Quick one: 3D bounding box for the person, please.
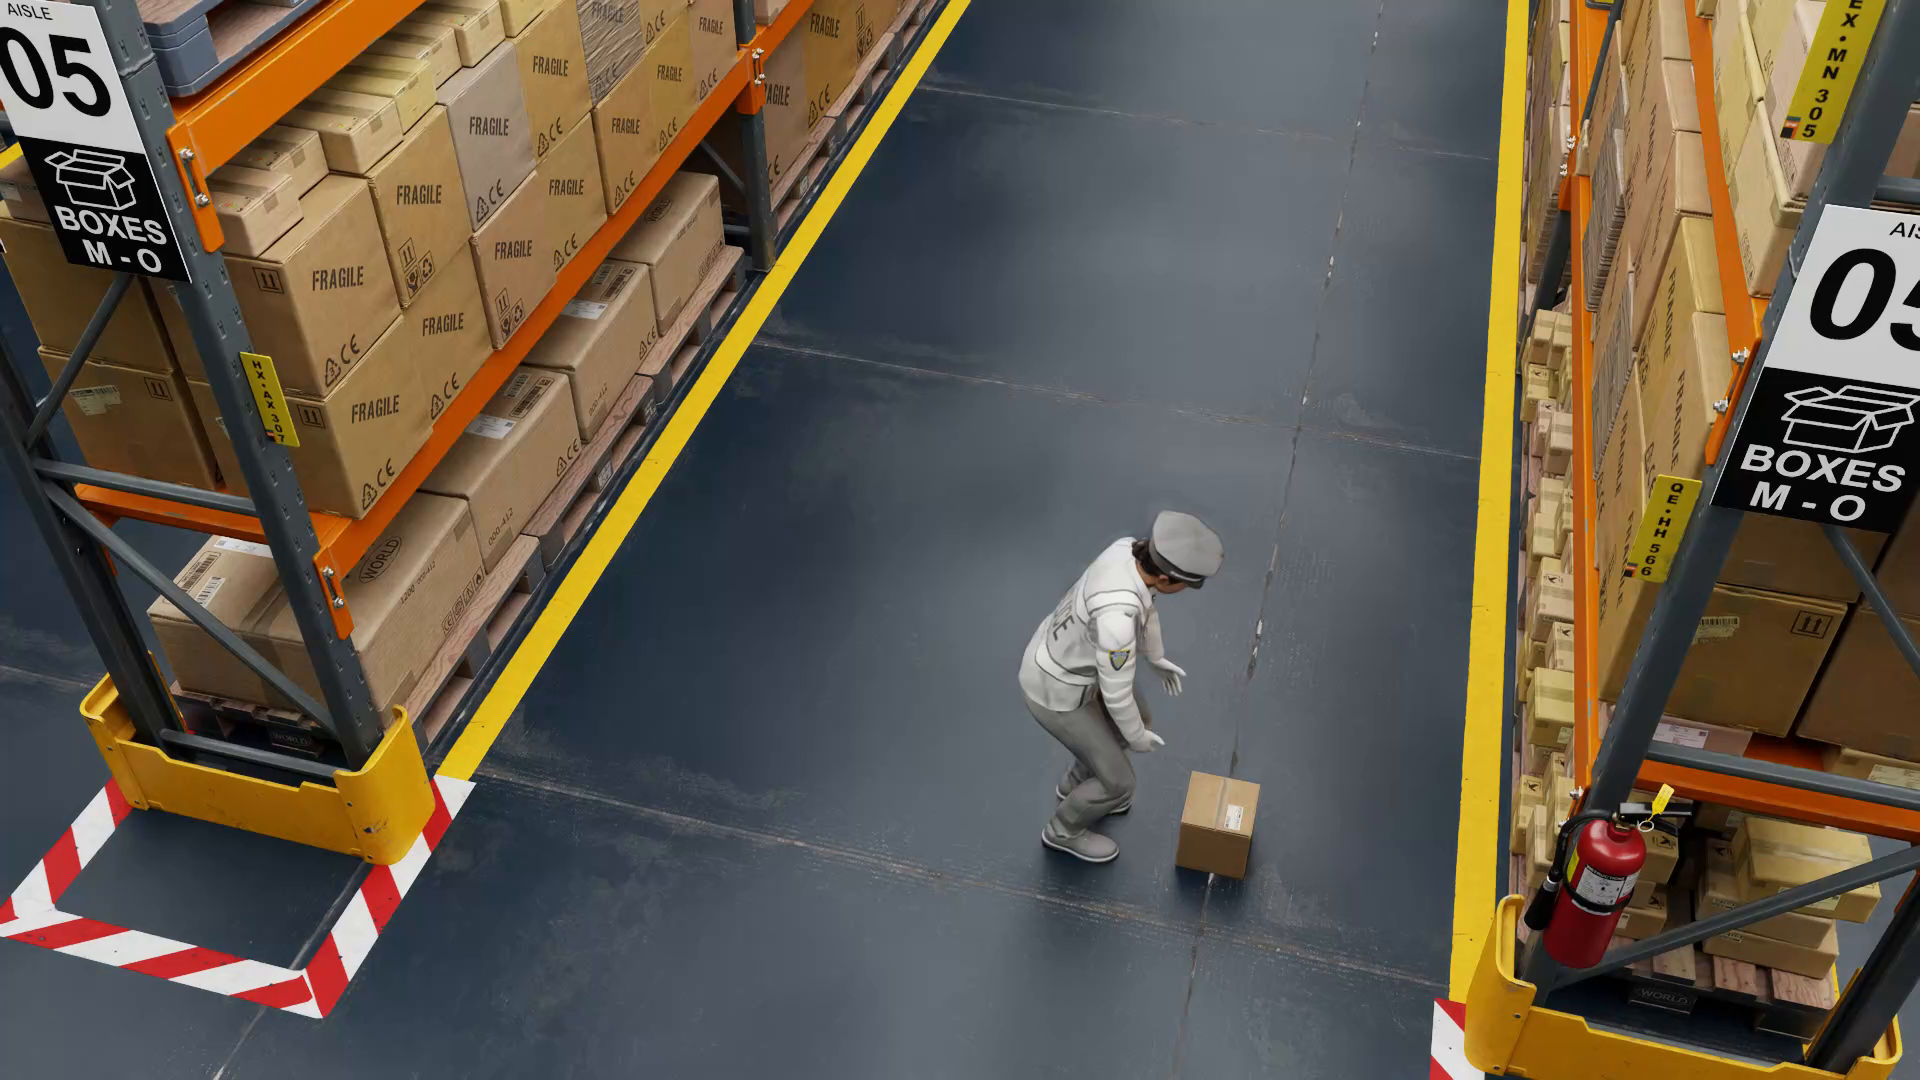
[{"bbox_3d":[0.529,0.490,5.749,0.634,1.479,0.531,10,42,12],"label":"person"}]
